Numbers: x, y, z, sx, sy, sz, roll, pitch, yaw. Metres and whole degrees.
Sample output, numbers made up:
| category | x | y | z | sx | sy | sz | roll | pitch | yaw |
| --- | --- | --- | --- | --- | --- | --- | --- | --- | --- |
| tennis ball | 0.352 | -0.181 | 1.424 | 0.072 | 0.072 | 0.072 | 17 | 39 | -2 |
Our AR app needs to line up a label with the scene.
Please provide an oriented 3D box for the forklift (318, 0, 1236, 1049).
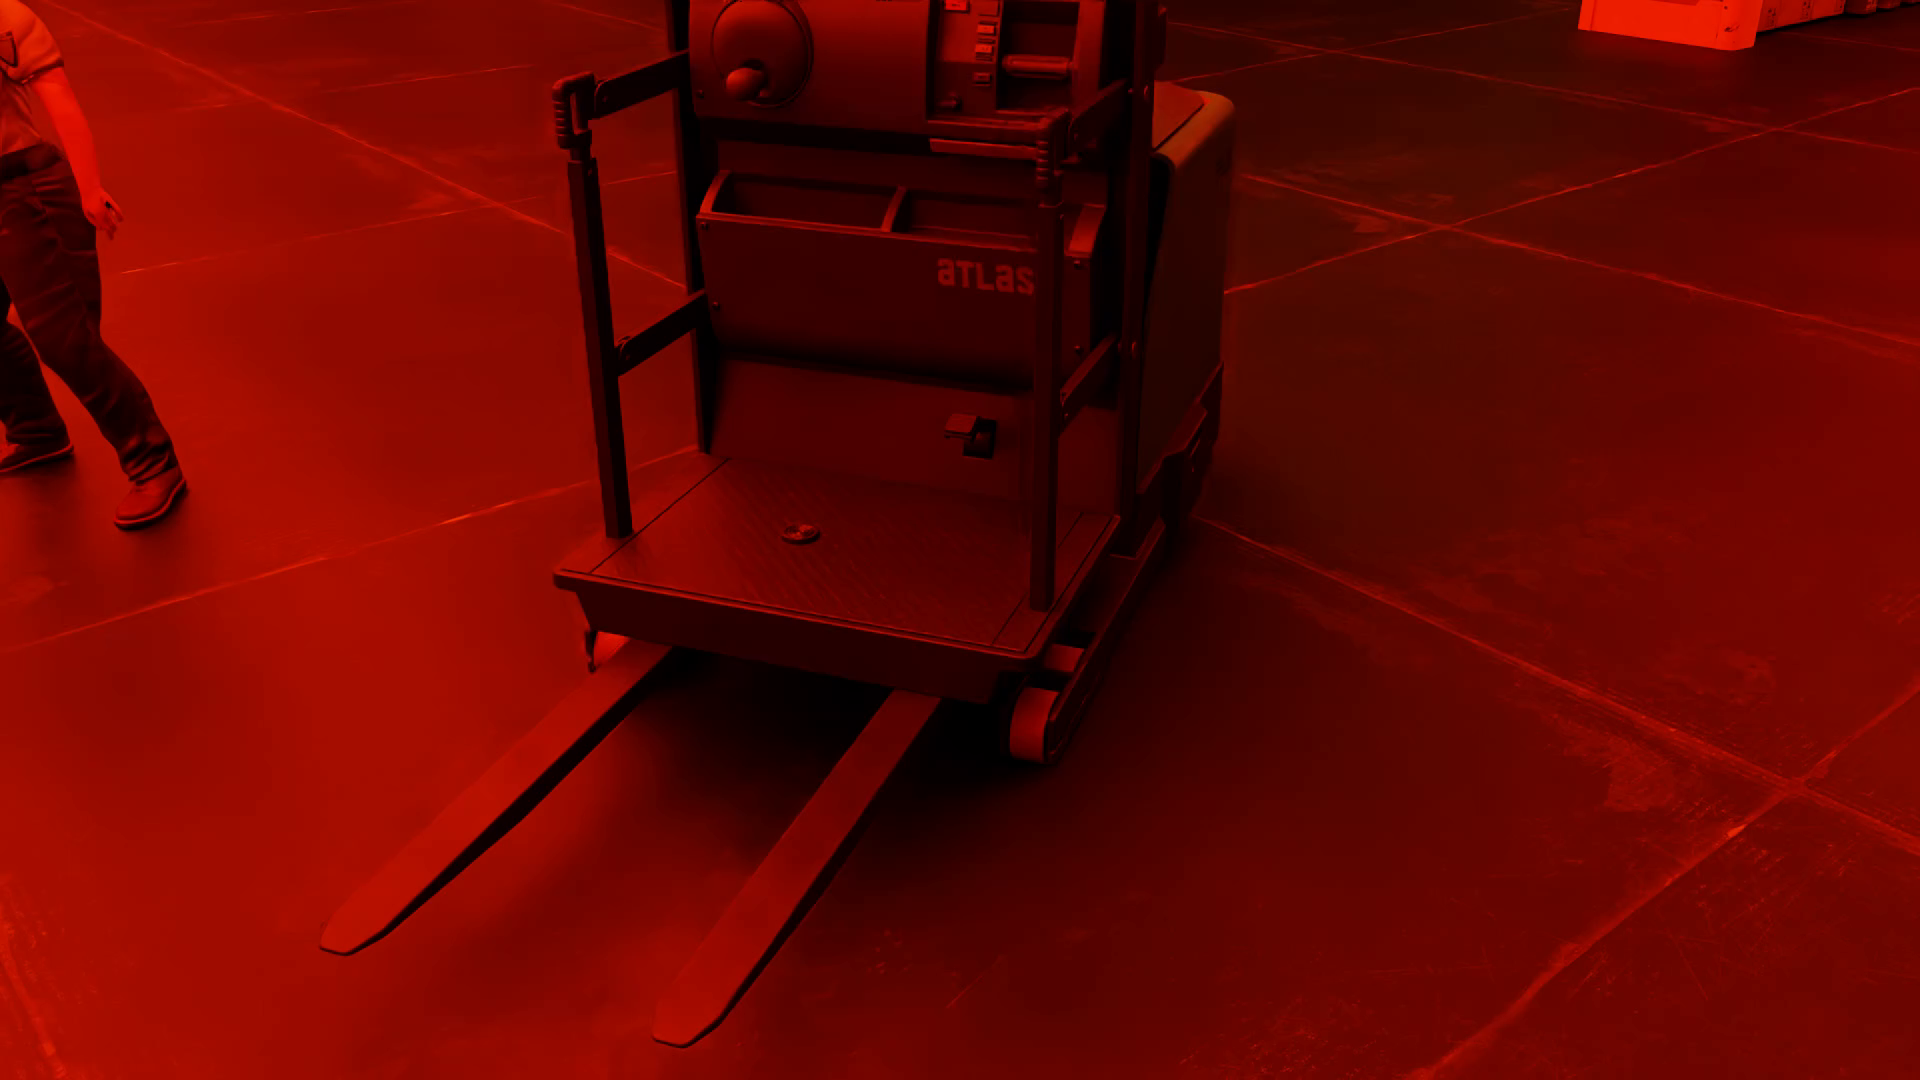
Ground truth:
| category | x | y | z | sx | sy | sz | roll | pitch | yaw |
| --- | --- | --- | --- | --- | --- | --- | --- | --- | --- |
| forklift | -0.208 | -1.041 | 3.301 | 1.130 | 2.935 | 3.031 | 9 | 28 | 18 |

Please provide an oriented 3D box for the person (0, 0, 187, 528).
| category | x | y | z | sx | sy | sz | roll | pitch | yaw |
| --- | --- | --- | --- | --- | --- | --- | --- | --- | --- |
| person | -2.570 | -0.880 | 4.484 | 0.867 | 1.607 | 0.353 | 14 | 30 | 26 |
